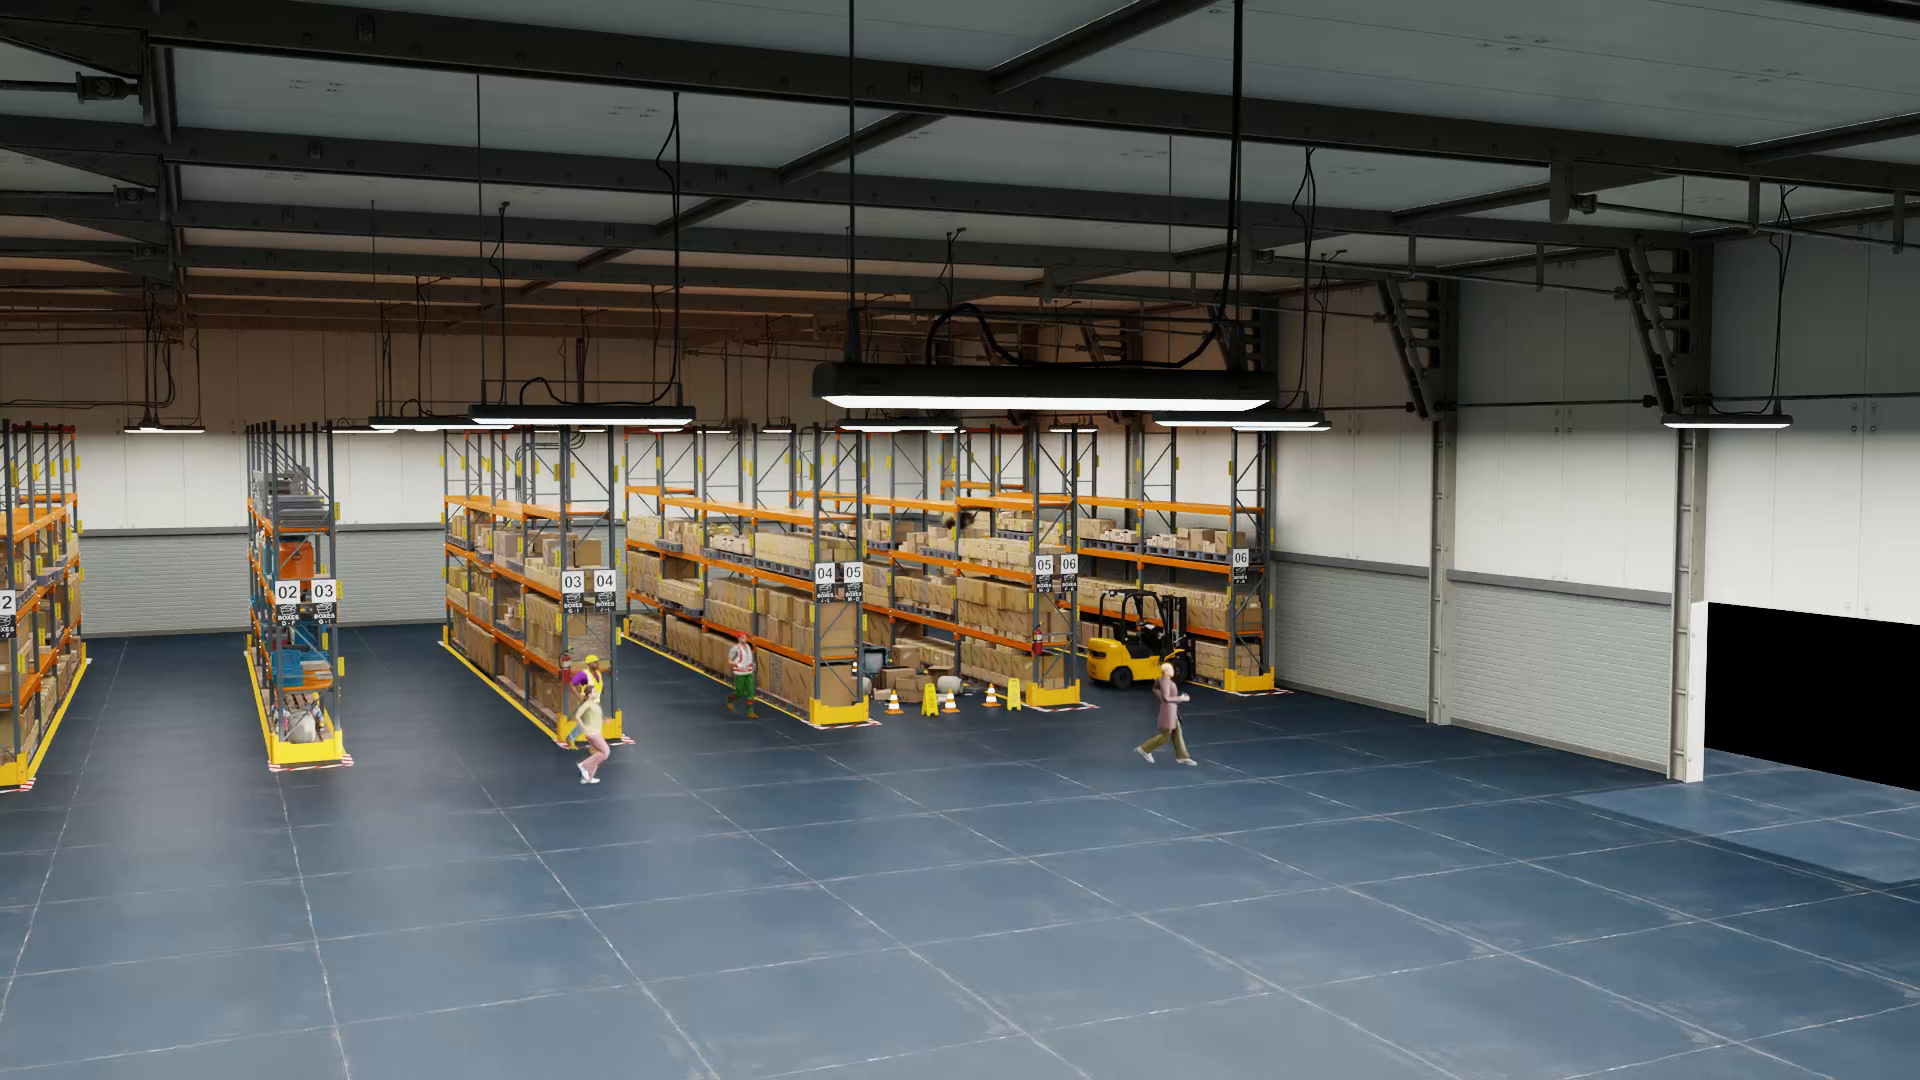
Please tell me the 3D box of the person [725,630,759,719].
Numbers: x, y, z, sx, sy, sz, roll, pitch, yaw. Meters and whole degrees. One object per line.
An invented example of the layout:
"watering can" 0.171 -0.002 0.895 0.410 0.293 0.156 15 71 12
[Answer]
"person" -4.396 2.715 33.706 0.971 1.768 0.658 4 5 45

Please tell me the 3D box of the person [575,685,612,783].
"person" -5.997 3.191 27.337 0.537 1.623 0.567 0 4 2

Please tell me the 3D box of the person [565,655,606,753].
"person" -6.720 2.961 30.010 0.842 1.802 0.701 1 4 18

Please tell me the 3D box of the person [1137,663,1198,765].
"person" 3.583 3.012 28.705 1.050 1.777 0.708 1 4 10
